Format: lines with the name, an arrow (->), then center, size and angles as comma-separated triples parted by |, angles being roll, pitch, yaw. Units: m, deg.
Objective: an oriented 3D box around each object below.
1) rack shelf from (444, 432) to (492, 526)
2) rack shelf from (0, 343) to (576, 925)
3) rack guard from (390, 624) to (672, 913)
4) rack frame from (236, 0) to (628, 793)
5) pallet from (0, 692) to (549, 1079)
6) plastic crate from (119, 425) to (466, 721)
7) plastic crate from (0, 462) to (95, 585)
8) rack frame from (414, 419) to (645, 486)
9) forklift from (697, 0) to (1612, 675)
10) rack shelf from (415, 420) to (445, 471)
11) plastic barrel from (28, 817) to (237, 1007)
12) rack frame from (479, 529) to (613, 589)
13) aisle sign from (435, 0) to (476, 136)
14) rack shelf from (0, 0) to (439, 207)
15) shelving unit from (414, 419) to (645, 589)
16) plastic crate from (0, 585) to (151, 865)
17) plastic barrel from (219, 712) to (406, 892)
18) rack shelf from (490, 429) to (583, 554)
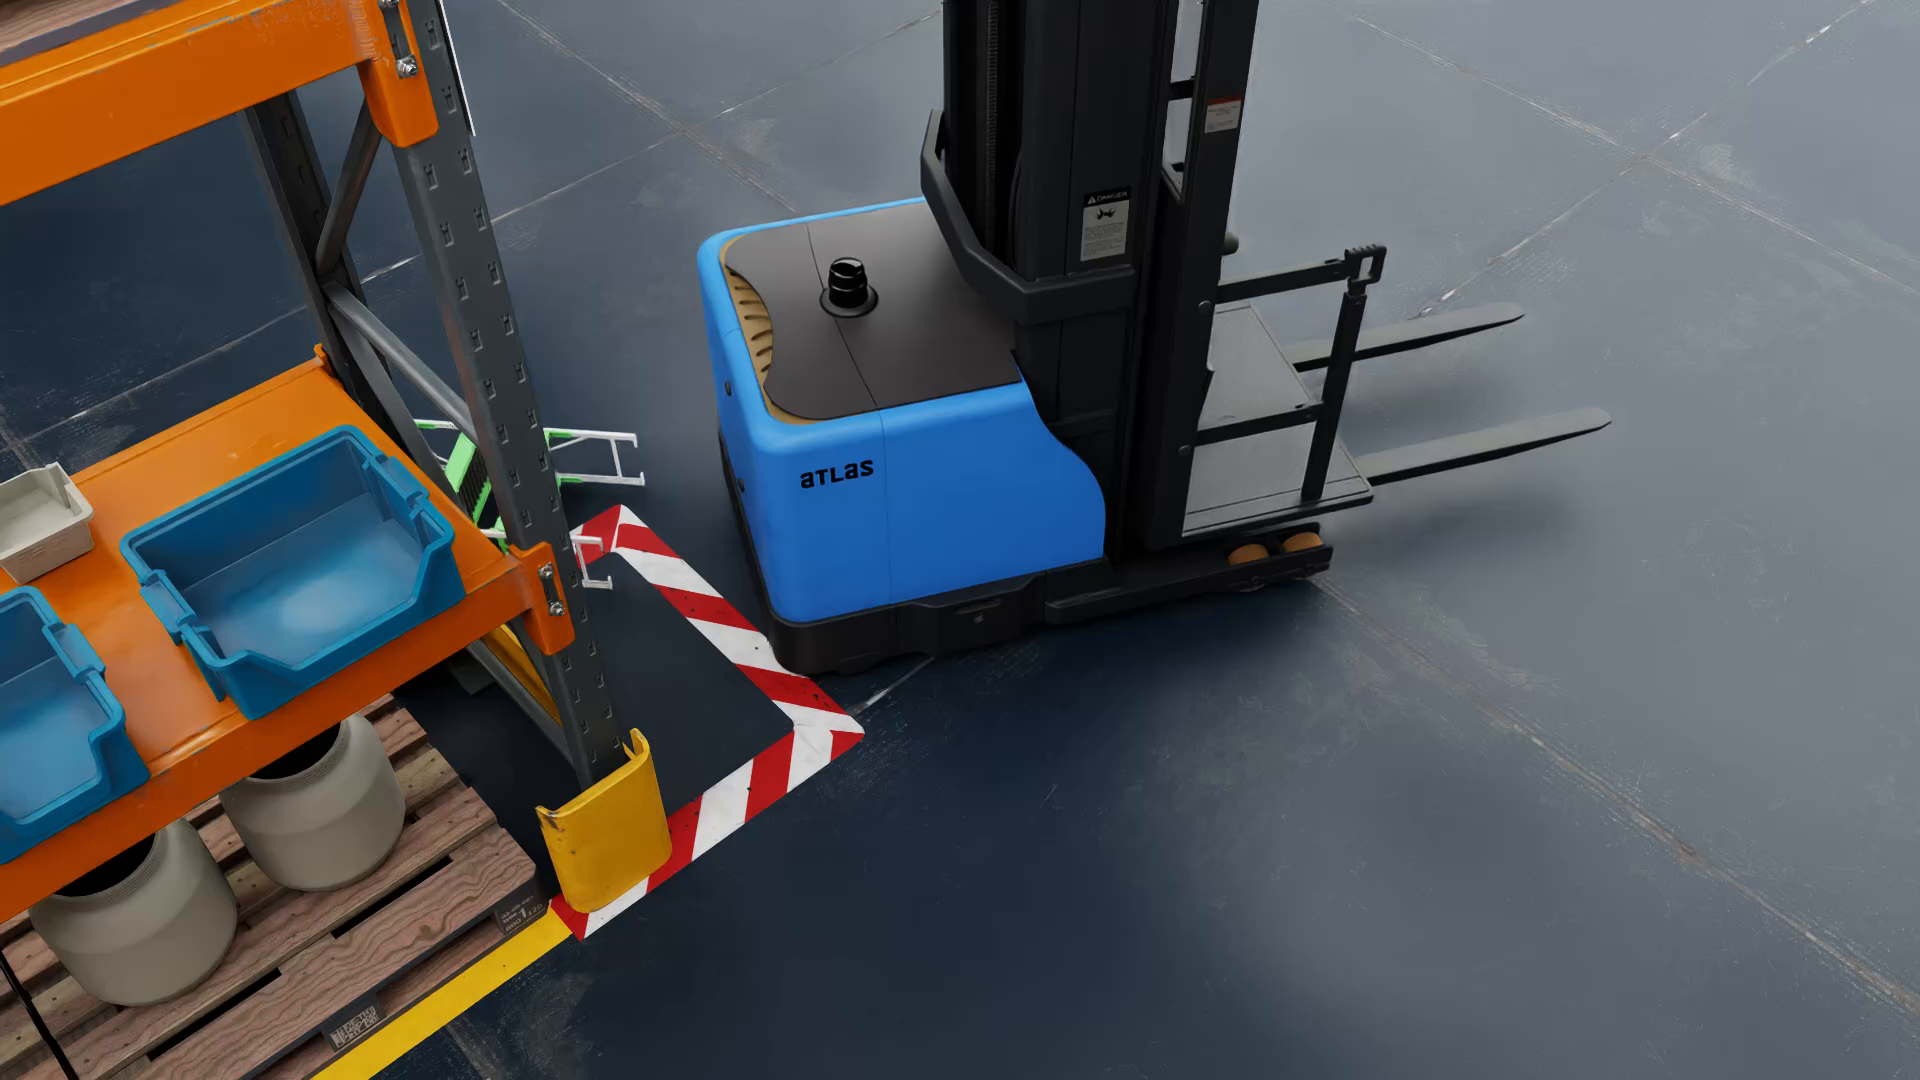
rack shelf -> -1.675, -0.137, 5.676 | 0.148, 0.258, 0.480 | 4, 47, 4
rack shelf -> -2.797, 0.839, 3.424 | 4.000, 0.370, 1.077 | -34, 56, -27
rack guard -> -1.341, 0.517, 4.933 | 0.348, 0.500, 1.175 | -34, 56, -27
rack frame -> -1.317, -0.394, 4.072 | 0.127, 3.000, 1.000 | -34, 56, -27
pallet -> -1.946, 1.014, 4.671 | 1.213, 0.211, 1.003 | -34, 56, -27
plastic crate -> -1.486, 0.067, 3.748 | 0.616, 0.251, 0.499 | -34, 56, -27
plastic crate -> -2.195, -0.037, 3.922 | 0.250, 0.136, 0.298 | -34, 56, -27
rack frame -> -1.716, -0.320, 5.845 | 1.200, 0.240, 0.015 | 4, 47, 4
forklift -> 0.744, -1.182, 4.847 | 3.031, 2.935, 1.130 | -12, 48, -11
rack shelf -> -1.914, -0.153, 5.691 | 0.148, 0.258, 0.480 | 4, 47, 4
plastic barrel -> -2.123, 0.922, 4.265 | 0.421, 0.512, 0.421 | 0, 47, 0
rack frame -> -1.761, 0.037, 5.515 | 1.200, 0.240, 0.015 | 4, 47, 4
aisle sign -> -1.064, -1.149, 3.001 | 0.004, 0.787, 0.394 | -34, 56, -27
rack shelf -> -2.797, -0.178, 2.322 | 4.000, 0.370, 1.077 | -34, 56, -27
shelving unit -> -1.738, -0.141, 5.680 | 1.200, 0.258, 0.503 | 4, 47, 4
plastic crate -> -1.970, 0.385, 3.455 | 0.408, 0.251, 0.499 | -34, 56, -27
plastic barrel -> -1.752, 0.674, 4.494 | 0.421, 0.512, 0.421 | 0, 47, 0
rack shelf -> -1.436, -0.121, 5.661 | 0.148, 0.258, 0.480 | 4, 47, 4
